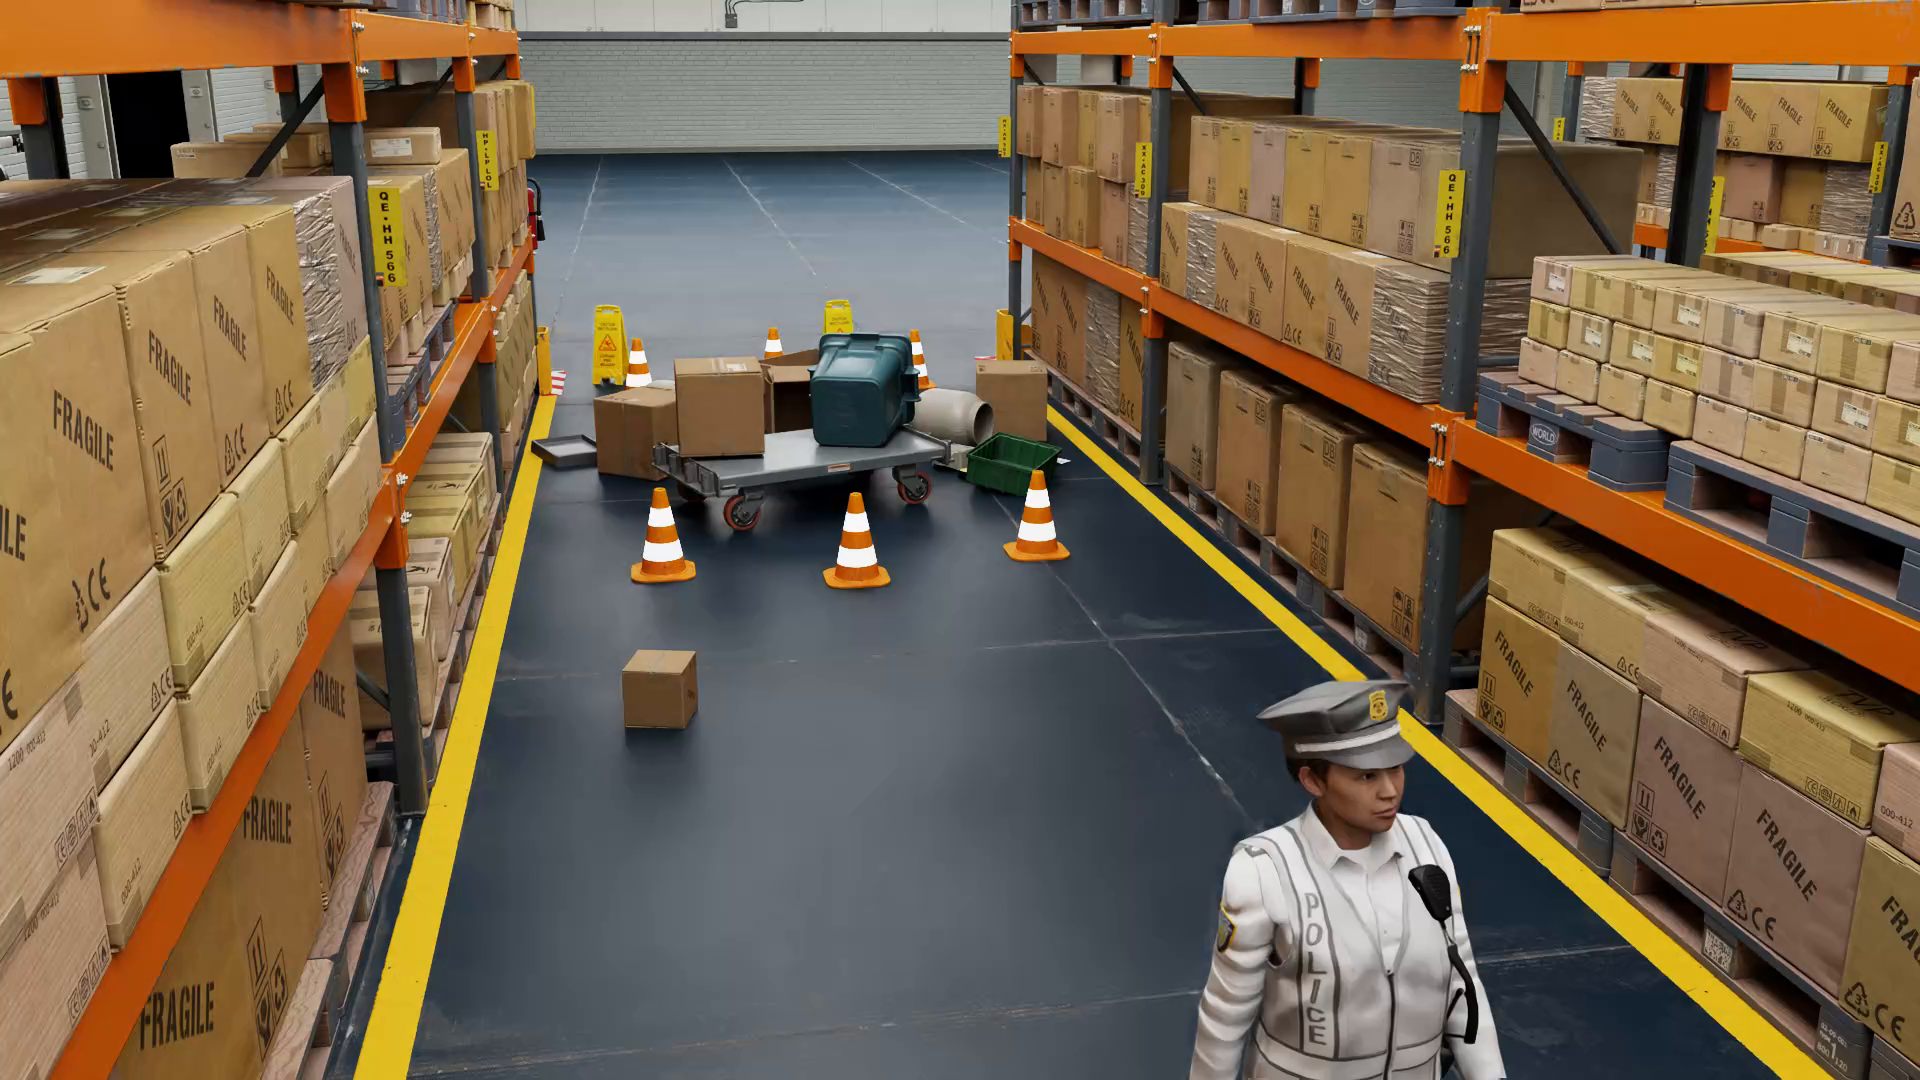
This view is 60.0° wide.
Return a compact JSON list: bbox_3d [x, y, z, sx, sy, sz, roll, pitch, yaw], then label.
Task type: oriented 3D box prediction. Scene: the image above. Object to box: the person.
[{"bbox_3d":[0.731,1.042,2.924,0.515,1.642,0.920,-6,18,-20],"label":"person"}]
